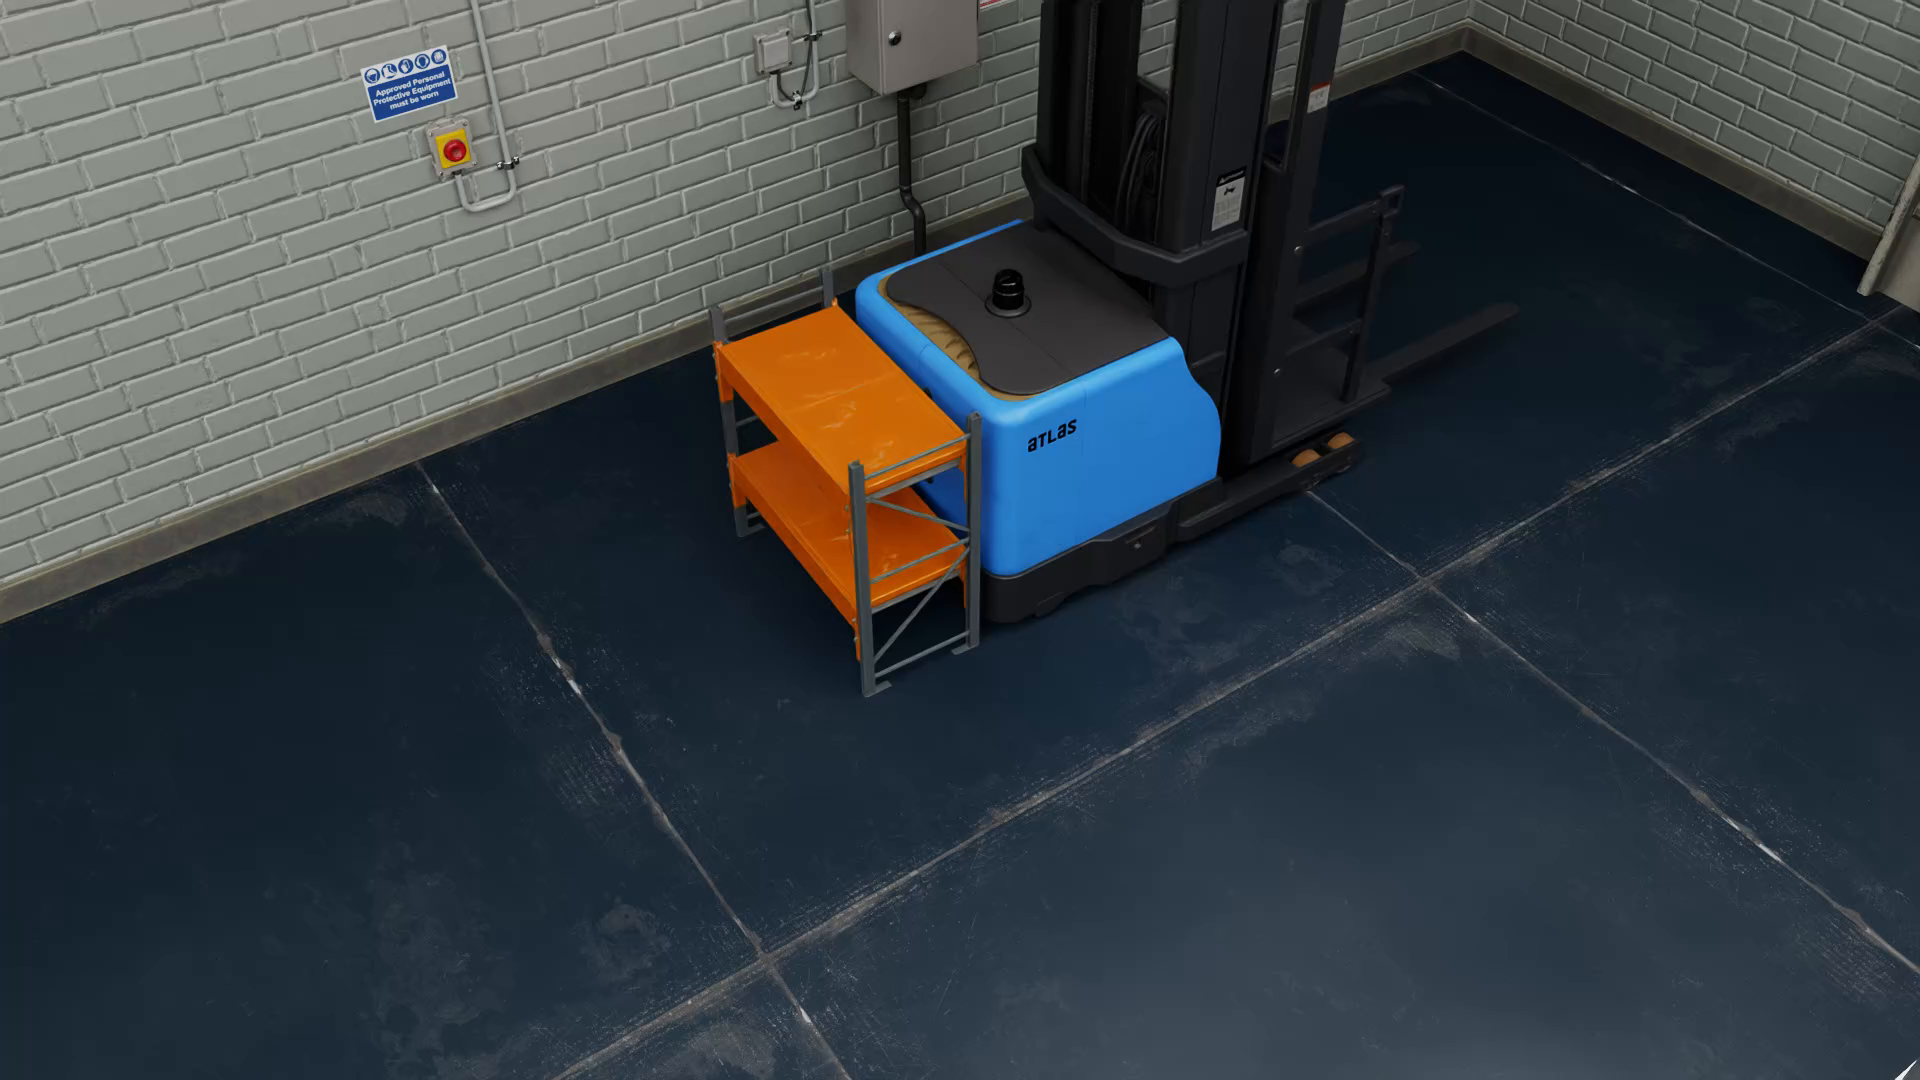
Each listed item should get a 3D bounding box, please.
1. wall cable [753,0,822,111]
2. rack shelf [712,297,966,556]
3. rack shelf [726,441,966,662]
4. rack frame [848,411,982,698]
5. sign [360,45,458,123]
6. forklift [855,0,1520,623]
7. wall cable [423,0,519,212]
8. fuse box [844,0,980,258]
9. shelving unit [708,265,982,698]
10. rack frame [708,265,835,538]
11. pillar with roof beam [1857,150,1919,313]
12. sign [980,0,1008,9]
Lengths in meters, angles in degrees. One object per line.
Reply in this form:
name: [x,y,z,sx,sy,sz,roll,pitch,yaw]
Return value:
wall cable: [-0.801,-2.507,6.468,0.588,1.984,0.122,-26,49,-24]
rack shelf: [-0.418,-0.431,5.963,0.538,0.278,1.000,-24,49,-23]
rack shelf: [-0.418,-0.043,6.334,0.538,0.278,1.000,-24,49,-23]
rack frame: [-0.145,0.076,5.855,0.500,1.125,0.032,-24,49,-23]
sign: [-2.033,-1.686,6.148,0.327,0.218,0.001,-26,49,-24]
forklift: [1.097,-1.551,6.252,3.031,2.935,1.130,-25,49,-24]
wall cable: [-1.958,-1.951,5.863,0.585,1.953,0.123,-26,49,-24]
fuse box: [-0.152,-1.854,7.453,0.539,1.711,0.414,-26,49,-24]
shelving unit: [-0.418,-0.220,6.166,0.538,1.125,1.048,-24,49,-23]
rack frame: [-0.691,-0.516,6.476,0.500,1.125,0.032,-24,49,-23]
pillar with roof beam: [1.022,-2.704,3.065,9.100,9.000,0.400,-26,49,-24]
sign: [0.135,-2.598,7.368,0.329,0.494,0.001,-26,49,-24]
